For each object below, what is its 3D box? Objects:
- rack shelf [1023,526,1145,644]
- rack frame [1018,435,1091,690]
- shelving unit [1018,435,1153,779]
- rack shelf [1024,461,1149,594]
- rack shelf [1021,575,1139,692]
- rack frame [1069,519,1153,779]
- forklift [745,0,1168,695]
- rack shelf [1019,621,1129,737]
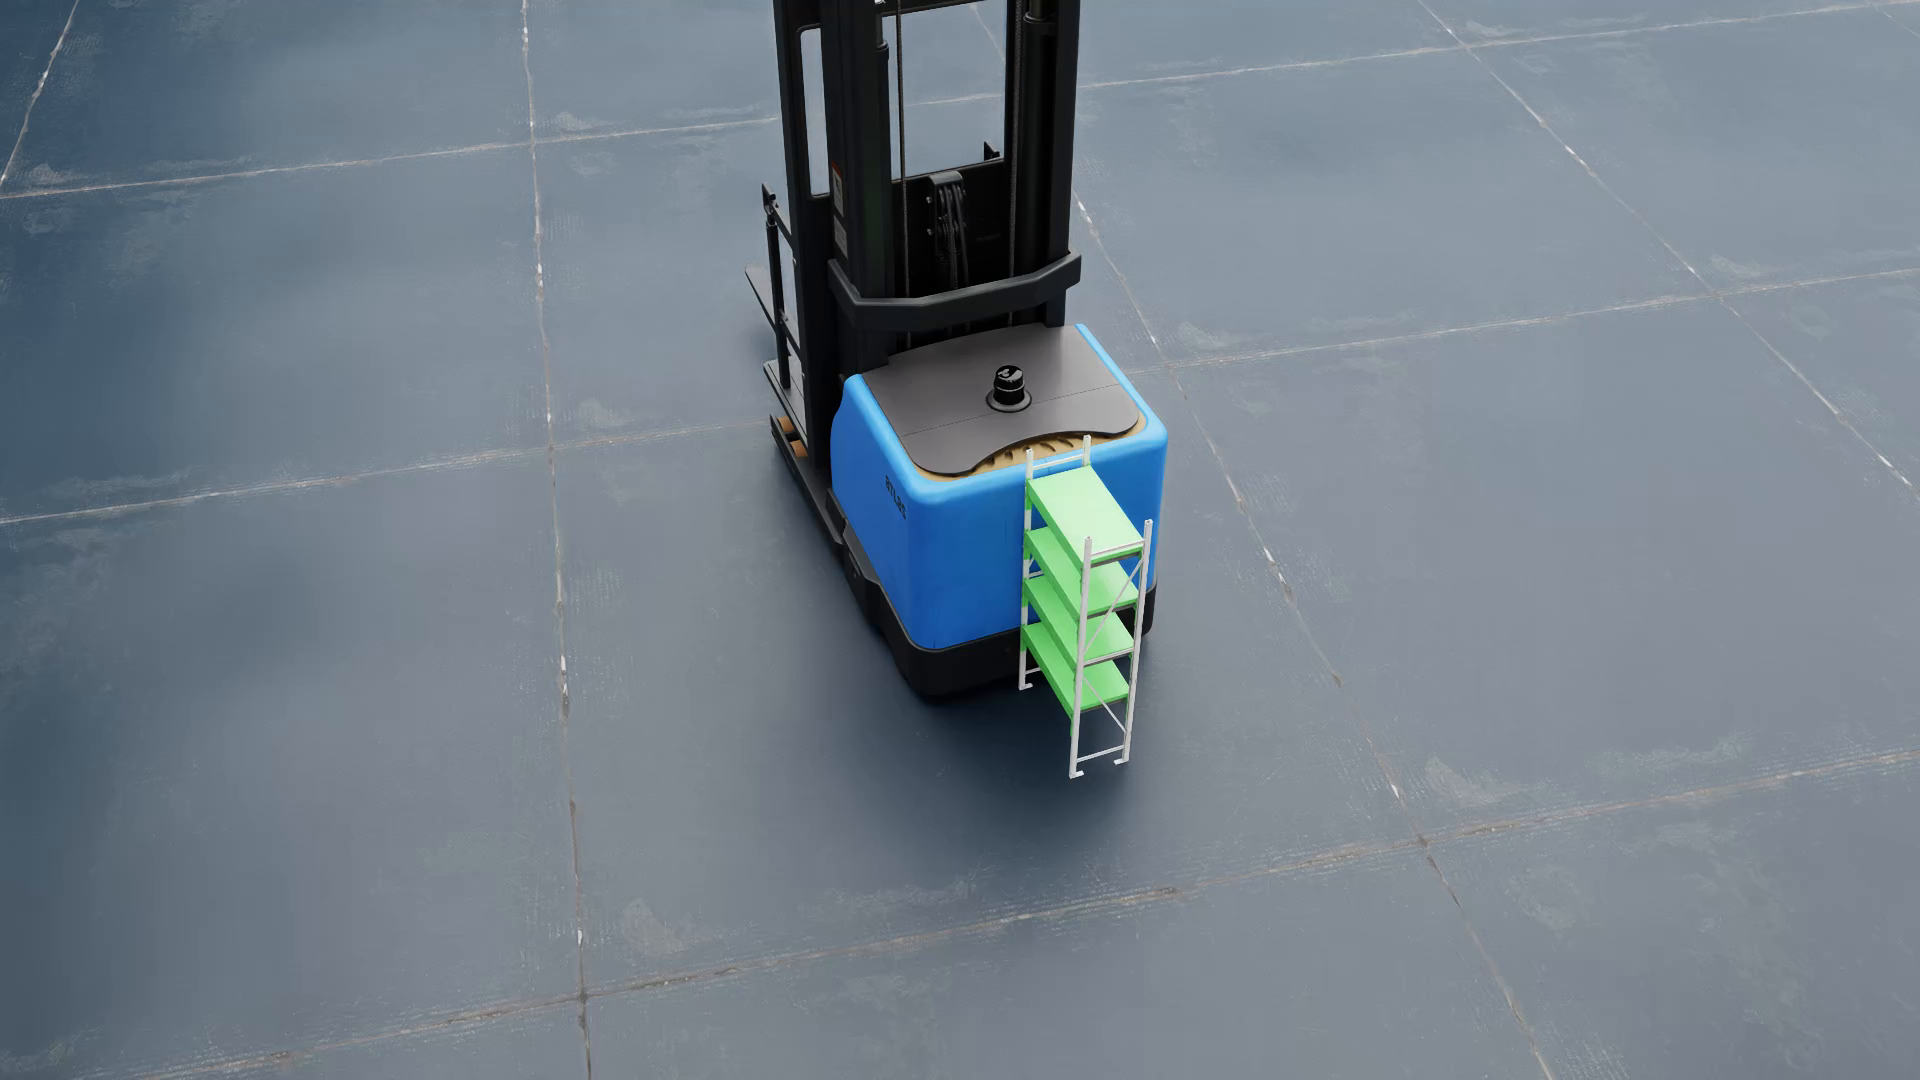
[{"bbox_3d":[0.435,0.131,5.933,0.258,0.148,0.480,-15,44,-16],"label":"rack shelf"},{"bbox_3d":[0.346,0.112,6.220,0.240,1.200,0.015,-15,44,-16],"label":"rack frame"},{"bbox_3d":[0.435,0.263,6.050,0.258,1.200,0.503,-15,44,-16],"label":"shelving unit"},{"bbox_3d":[0.435,-0.048,5.774,0.258,0.148,0.480,-15,44,-16],"label":"rack shelf"},{"bbox_3d":[0.435,0.311,6.093,0.258,0.148,0.480,-15,44,-16],"label":"rack shelf"},{"bbox_3d":[0.524,0.414,5.880,0.240,1.200,0.015,-15,44,-16],"label":"rack frame"},{"bbox_3d":[-0.228,-1.481,6.710,1.130,2.935,3.031,-15,44,-16],"label":"forklift"},{"bbox_3d":[0.435,0.490,6.252,0.258,0.148,0.480,-15,44,-16],"label":"rack shelf"}]
